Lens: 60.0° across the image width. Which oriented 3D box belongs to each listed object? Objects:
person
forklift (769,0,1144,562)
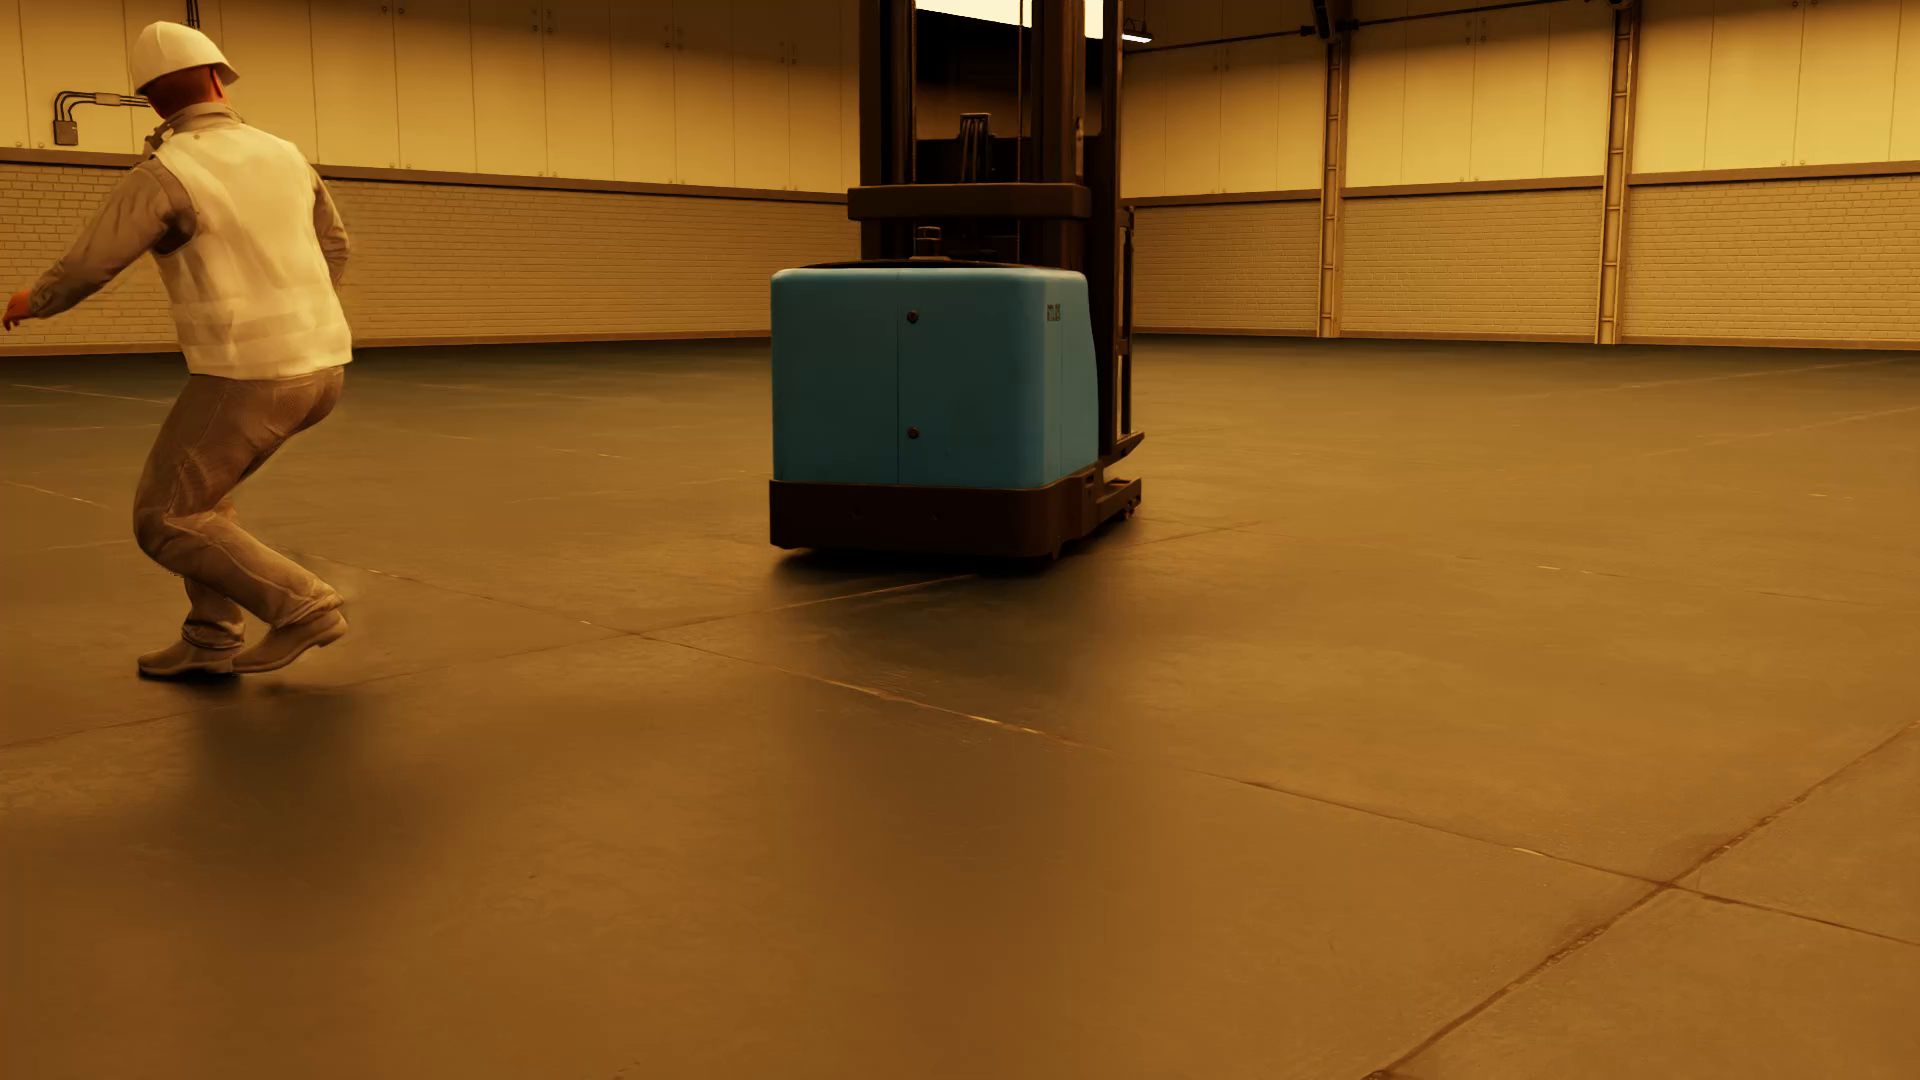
[{"bbox_3d":[-1.955,-0.468,4.282,0.782,1.652,0.835,1,9,9],"label":"person"},{"bbox_3d":[0.196,-1.551,7.174,1.130,2.935,3.031,2,9,16],"label":"forklift"}]
